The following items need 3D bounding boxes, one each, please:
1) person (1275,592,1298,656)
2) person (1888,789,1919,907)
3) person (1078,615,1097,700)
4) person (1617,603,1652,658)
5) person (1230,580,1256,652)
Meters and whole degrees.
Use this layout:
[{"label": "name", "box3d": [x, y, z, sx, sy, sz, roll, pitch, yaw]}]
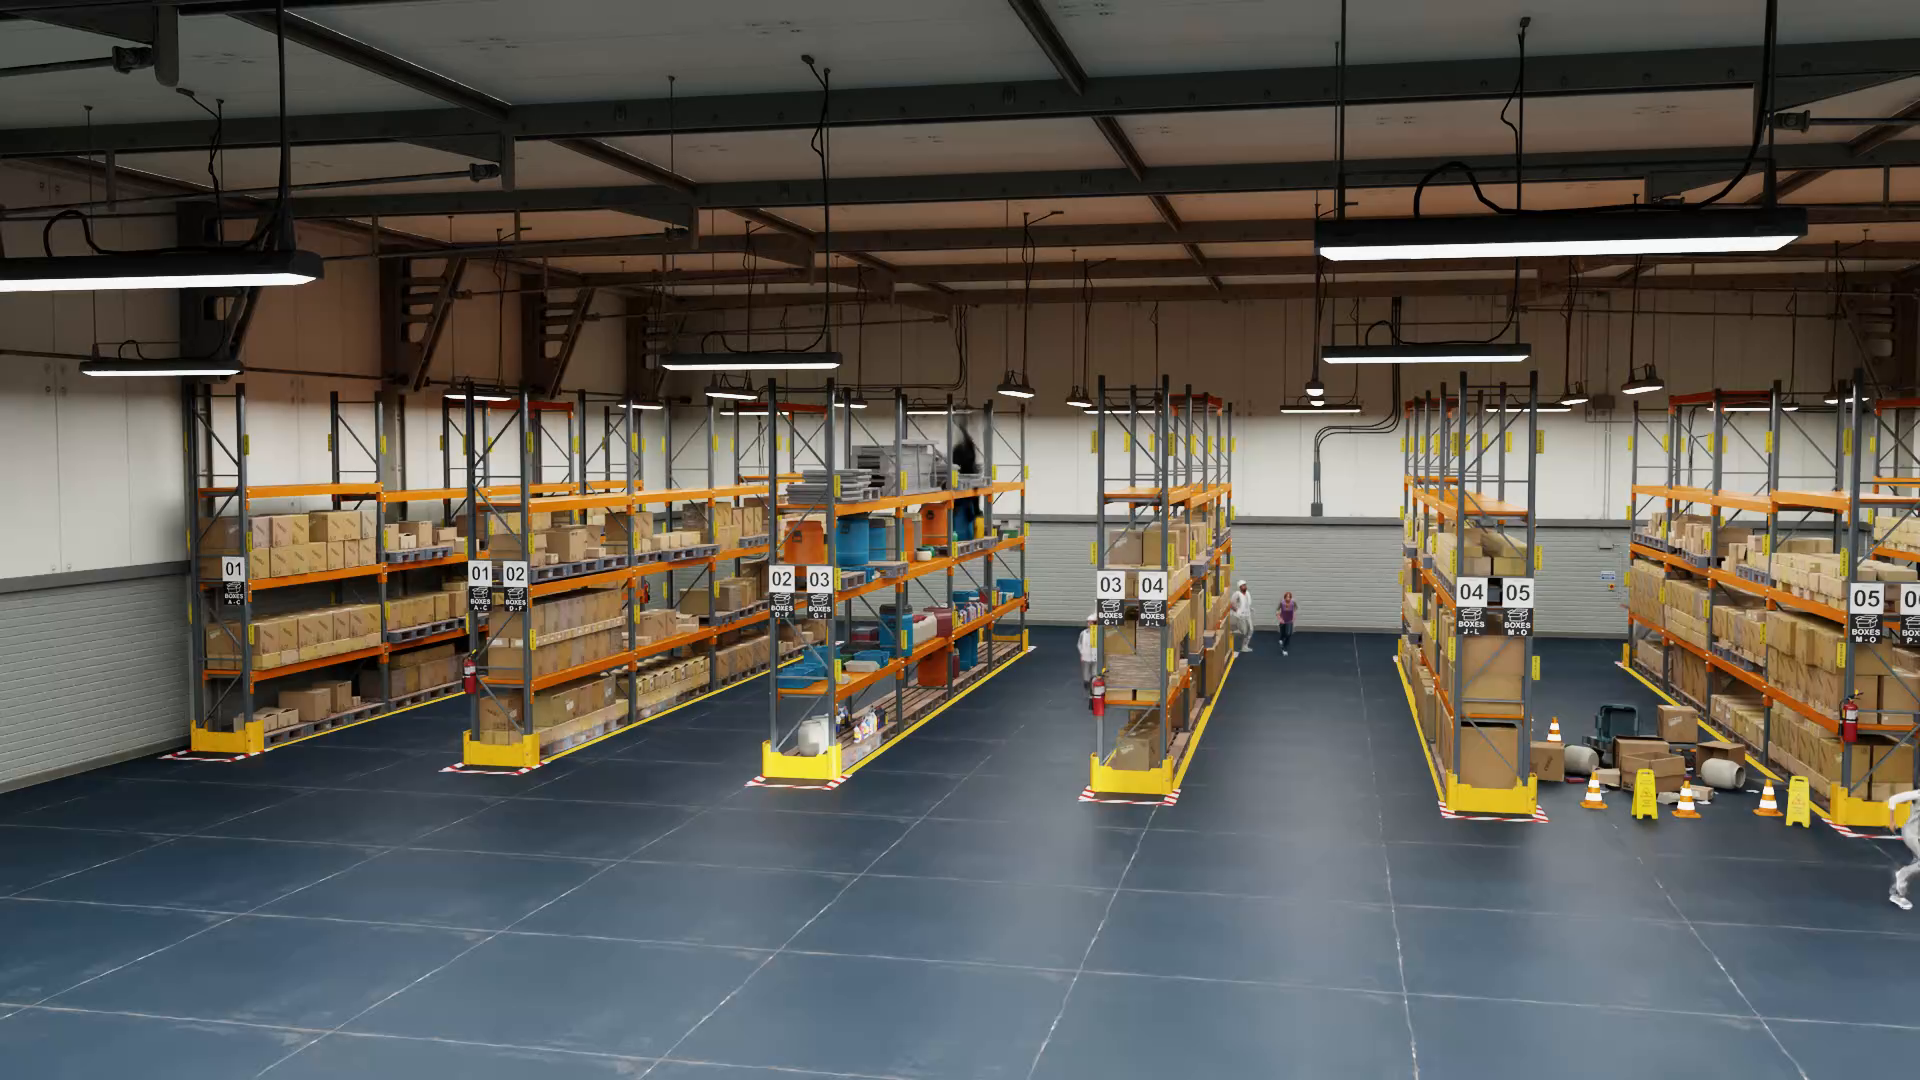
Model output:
[{"label": "person", "box3d": [7.787, 1.986, 39.774, 0.547, 1.547, 0.855, 0, 3, -3]}, {"label": "person", "box3d": [10.306, 3.220, 17.816, 0.524, 1.525, 0.720, -1, 4, -21]}, {"label": "person", "box3d": [2.554, 2.310, 31.972, 0.651, 1.743, 0.608, 1, 3, 13]}, {"label": "person", "box3d": [15.850, 1.874, 38.794, 0.967, 1.790, 0.650, 1, 3, 12]}, {"label": "person", "box3d": [6.790, 1.828, 40.225, 0.713, 1.727, 0.645, -3, 4, -40]}]
